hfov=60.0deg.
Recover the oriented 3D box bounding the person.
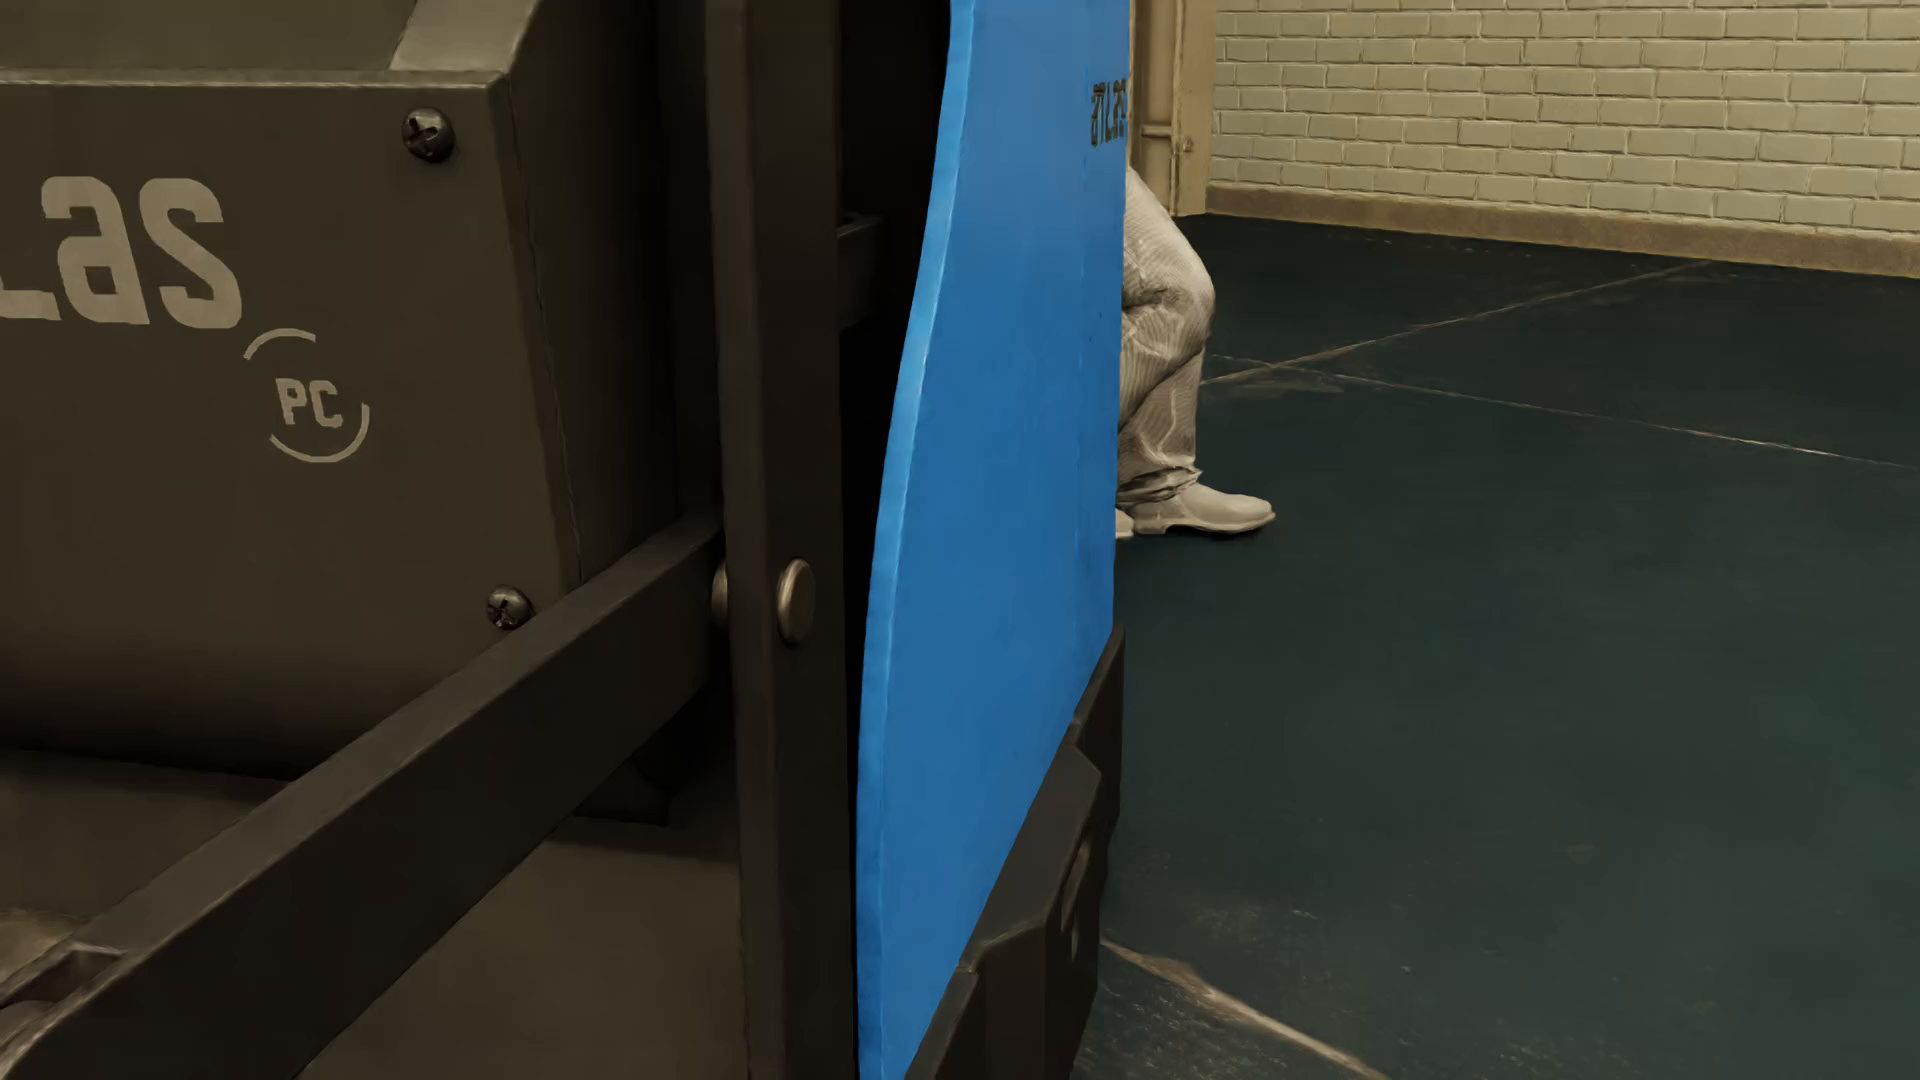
[{"bbox_3d":[0.274,-0.789,3.141,0.720,1.675,1.004,3,17,9],"label":"person"}]

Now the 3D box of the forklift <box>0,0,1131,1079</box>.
[{"bbox_3d":[-0.656,-0.627,0.452,1.130,2.935,3.031,4,18,13],"label":"forklift"}]
